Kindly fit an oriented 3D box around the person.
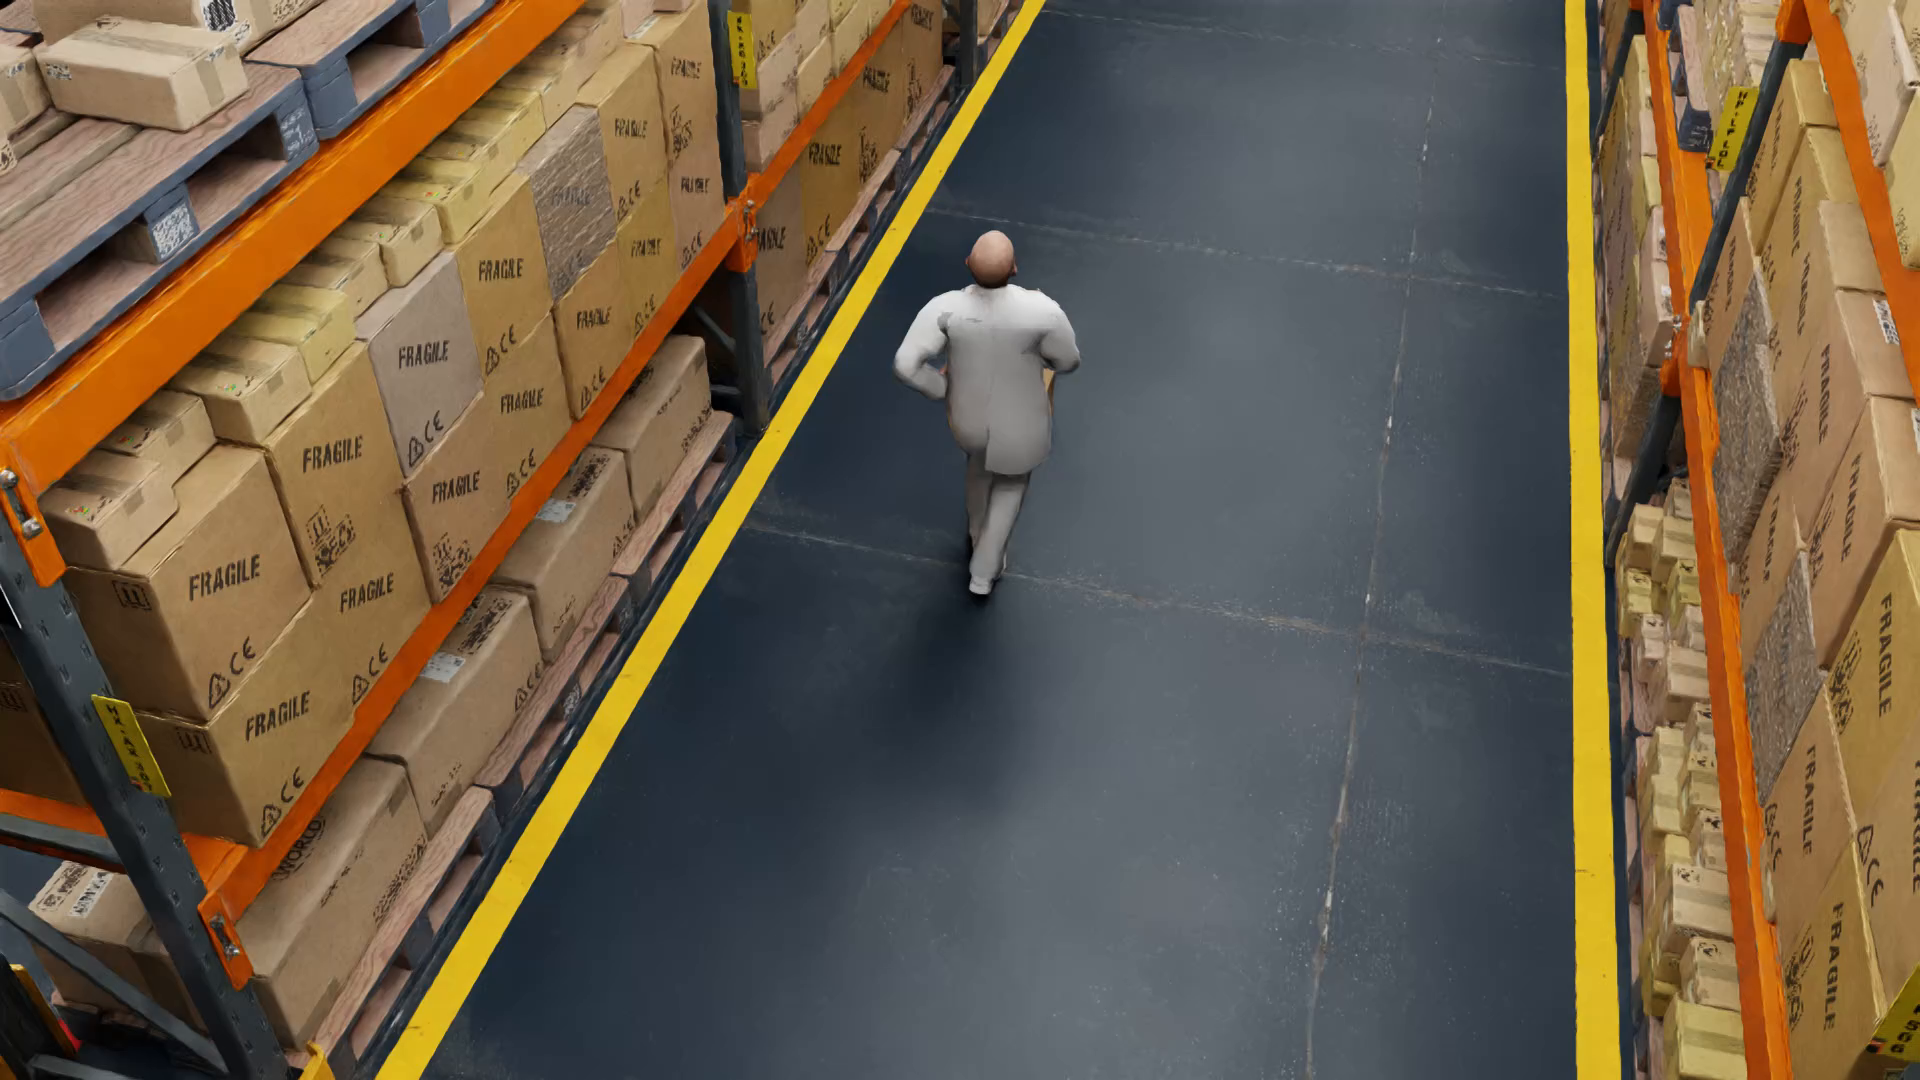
[{"bbox_3d":[0.150,-0.534,6.835,0.685,1.777,0.733,10,42,12],"label":"person"}]
